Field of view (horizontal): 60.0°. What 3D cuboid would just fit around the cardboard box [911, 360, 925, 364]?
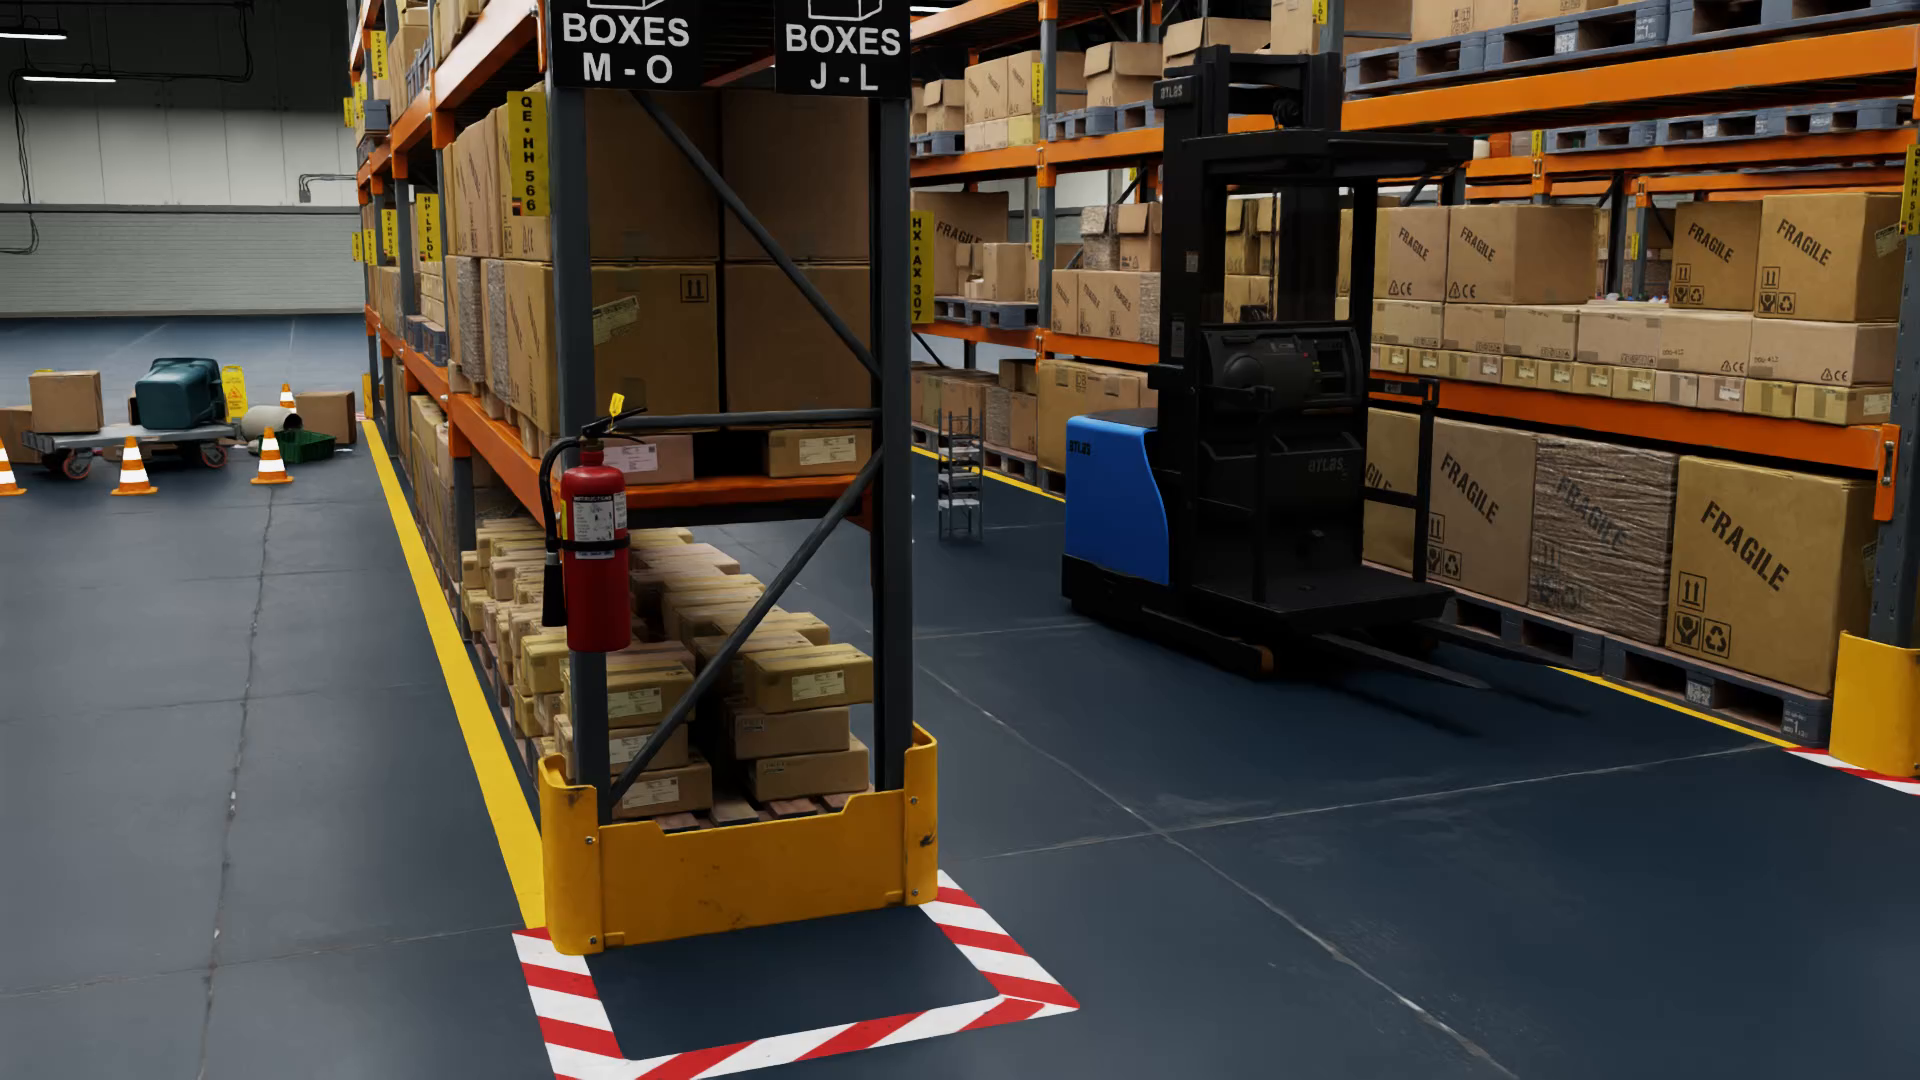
[{"bbox_3d":[-0.641,-1.733,18.536,0.500,0.500,0.500,0,10,-3],"label":"cardboard box"}]

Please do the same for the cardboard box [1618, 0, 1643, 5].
[{"bbox_3d":[3.467,-2.682,7.596,0.700,0.500,0.500,-5,11,-25],"label":"cardboard box"}]

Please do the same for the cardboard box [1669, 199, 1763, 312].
[{"bbox_3d":[3.733,-1.340,7.828,0.500,0.500,0.500,-4,11,-22],"label":"cardboard box"}]

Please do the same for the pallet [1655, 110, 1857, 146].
[{"bbox_3d":[6.408,-3.295,13.354,1.003,0.211,1.213,-4,11,-21],"label":"pallet"}]

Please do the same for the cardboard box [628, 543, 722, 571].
[{"bbox_3d":[-1.276,0.119,7.431,0.380,0.149,0.250,-4,11,-24],"label":"cardboard box"}]

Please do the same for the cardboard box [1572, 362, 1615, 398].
[{"bbox_3d":[3.128,-0.760,7.844,0.380,0.149,0.250,-4,11,-21],"label":"cardboard box"}]

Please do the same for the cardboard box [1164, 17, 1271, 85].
[{"bbox_3d":[1.891,-3.345,11.604,0.797,0.503,0.637,-4,11,-22],"label":"cardboard box"}]

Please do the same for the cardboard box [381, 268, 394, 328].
[{"bbox_3d":[-4.676,-2.080,14.263,0.500,0.500,0.500,-4,11,-21],"label":"cardboard box"}]

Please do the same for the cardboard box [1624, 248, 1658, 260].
[{"bbox_3d":[8.617,-3.624,21.088,0.380,0.149,0.250,-4,11,-21],"label":"cardboard box"}]

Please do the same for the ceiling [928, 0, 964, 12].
[{"bbox_3d":[1.170,-16.337,51.872,6.000,0.001,6.000,-4,11,-21],"label":"ceiling"}]

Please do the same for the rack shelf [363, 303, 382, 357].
[{"bbox_3d":[-5.703,-2.270,17.671,1.077,0.370,4.000,-4,11,-21],"label":"rack shelf"}]

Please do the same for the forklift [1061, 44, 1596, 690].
[{"bbox_3d":[1.701,-0.881,8.006,1.130,2.935,3.031,-5,11,-27],"label":"forklift"}]

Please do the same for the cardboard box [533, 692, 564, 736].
[{"bbox_3d":[-1.277,0.559,5.807,0.380,0.149,0.250,-4,11,-23],"label":"cardboard box"}]

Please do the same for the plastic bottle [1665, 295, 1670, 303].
[{"bbox_3d":[5.979,-1.917,13.967,0.061,0.283,0.133,-4,11,-21],"label":"plastic bottle"}]

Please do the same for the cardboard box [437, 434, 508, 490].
[{"bbox_3d":[-2.585,-0.443,9.141,0.500,0.250,0.500,-4,11,-22],"label":"cardboard box"}]

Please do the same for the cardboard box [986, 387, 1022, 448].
[{"bbox_3d":[0.656,-1.127,15.072,0.700,0.500,0.500,-5,11,-26],"label":"cardboard box"}]

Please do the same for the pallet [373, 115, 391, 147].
[{"bbox_3d":[-4.220,-3.313,13.453,1.003,0.211,1.213,-3,11,-18],"label":"pallet"}]

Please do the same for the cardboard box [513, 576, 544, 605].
[{"bbox_3d":[-1.605,0.238,6.759,0.380,0.149,0.250,-4,11,-21],"label":"cardboard box"}]

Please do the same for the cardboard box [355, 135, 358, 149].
[{"bbox_3d":[-6.602,-4.483,18.728,0.380,0.149,0.250,-4,11,-20],"label":"cardboard box"}]

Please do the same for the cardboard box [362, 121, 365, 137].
[{"bbox_3d":[-5.776,-4.112,16.639,0.380,0.149,0.250,-4,11,-20],"label":"cardboard box"}]

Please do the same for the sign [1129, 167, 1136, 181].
[{"bbox_3d":[2.334,-5.010,22.431,0.100,0.325,0.005,-4,11,-21],"label":"sign"}]

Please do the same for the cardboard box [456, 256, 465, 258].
[{"bbox_3d":[-1.949,-1.011,7.401,0.500,0.500,0.500,-4,11,-21],"label":"cardboard box"}]

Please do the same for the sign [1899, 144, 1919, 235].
[{"bbox_3d":[3.519,-1.292,6.135,0.100,0.325,0.005,-4,11,-21],"label":"sign"}]

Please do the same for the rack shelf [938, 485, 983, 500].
[{"bbox_3d":[0.003,-0.320,11.355,0.258,0.077,0.200,-4,11,-21],"label":"rack shelf"}]

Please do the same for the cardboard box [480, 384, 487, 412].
[{"bbox_3d":[-1.850,-0.634,7.134,0.380,0.149,0.250,-4,11,-20],"label":"cardboard box"}]

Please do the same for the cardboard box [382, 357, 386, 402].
[{"bbox_3d":[-6.120,-2.005,18.994,0.875,0.875,0.875,-4,11,-21],"label":"cardboard box"}]

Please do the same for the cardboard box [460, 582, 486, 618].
[{"bbox_3d":[-2.247,0.285,8.196,0.380,0.149,0.250,-4,11,-23],"label":"cardboard box"}]

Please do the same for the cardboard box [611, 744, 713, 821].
[{"bbox_3d":[-1.015,0.785,5.383,0.380,0.149,0.250,-4,11,-20],"label":"cardboard box"}]

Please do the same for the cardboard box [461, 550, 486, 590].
[{"bbox_3d":[-2.246,0.138,8.172,0.380,0.149,0.250,-3,11,-18],"label":"cardboard box"}]

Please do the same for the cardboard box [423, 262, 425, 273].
[{"bbox_3d":[-3.442,-1.889,11.297,0.380,0.149,0.250,-4,11,-22],"label":"cardboard box"}]

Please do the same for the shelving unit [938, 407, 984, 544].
[{"bbox_3d":[0.003,-0.442,11.334,0.258,0.900,0.210,-4,11,-21],"label":"shelving unit"}]

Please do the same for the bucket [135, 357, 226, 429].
[{"bbox_3d":[-7.176,-1.310,15.229,0.726,0.611,0.620,0,20,-1],"label":"bucket"}]

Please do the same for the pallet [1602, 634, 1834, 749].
[{"bbox_3d":[3.667,0.610,7.388,1.003,0.211,1.213,-4,11,-21],"label":"pallet"}]

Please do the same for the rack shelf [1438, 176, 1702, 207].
[{"bbox_3d":[8.191,-4.673,22.616,1.077,0.370,4.000,-4,11,-21],"label":"rack shelf"}]

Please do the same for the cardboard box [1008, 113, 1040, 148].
[{"bbox_3d":[0.730,-3.408,13.878,0.500,0.250,0.500,-4,11,-21],"label":"cardboard box"}]

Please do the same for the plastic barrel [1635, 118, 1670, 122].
[{"bbox_3d":[5.917,-3.677,14.206,0.294,0.245,0.294,0,10,0],"label":"plastic barrel"}]

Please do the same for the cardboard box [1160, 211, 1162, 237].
[{"bbox_3d":[1.863,-2.150,11.794,0.797,0.503,0.637,-4,11,-19],"label":"cardboard box"}]

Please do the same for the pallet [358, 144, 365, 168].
[{"bbox_3d":[-6.149,-4.263,18.511,1.003,0.211,1.213,-4,11,-21],"label":"pallet"}]

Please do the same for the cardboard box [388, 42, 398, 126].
[{"bbox_3d":[-3.570,-3.061,11.212,0.500,0.500,0.500,-4,11,-21],"label":"cardboard box"}]

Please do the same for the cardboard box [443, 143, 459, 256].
[{"bbox_3d":[-2.143,-1.591,7.808,0.500,0.500,0.500,-4,11,-20],"label":"cardboard box"}]

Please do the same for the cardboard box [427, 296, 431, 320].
[{"bbox_3d":[-3.359,-1.554,11.111,0.380,0.149,0.250,-3,11,-18],"label":"cardboard box"}]

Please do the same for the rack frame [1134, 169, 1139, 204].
[{"bbox_3d":[2.848,-3.563,22.887,1.000,3.000,0.127,-4,11,-21],"label":"rack frame"}]

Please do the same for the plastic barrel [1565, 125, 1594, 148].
[{"bbox_3d":[5.920,-3.859,15.668,0.421,0.512,0.421,0,10,0],"label":"plastic barrel"}]

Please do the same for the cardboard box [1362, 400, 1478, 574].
[{"bbox_3d":[2.745,-0.338,9.624,0.875,0.875,0.875,-4,11,-21],"label":"cardboard box"}]

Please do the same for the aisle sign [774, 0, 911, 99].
[{"bbox_3d":[-0.324,-1.626,4.574,0.394,0.787,0.004,-4,11,-21],"label":"aisle sign"}]

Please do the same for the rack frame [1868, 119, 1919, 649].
[{"bbox_3d":[4.030,-0.637,6.438,1.000,3.000,0.127,-4,11,-21],"label":"rack frame"}]

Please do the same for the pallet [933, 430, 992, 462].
[{"bbox_3d":[0.411,-0.897,15.859,1.003,0.211,1.213,-4,11,-21],"label":"pallet"}]

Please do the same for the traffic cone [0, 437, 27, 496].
[{"bbox_3d":[-7.801,-0.605,13.498,0.336,0.463,0.334,-4,11,-21],"label":"traffic cone"}]

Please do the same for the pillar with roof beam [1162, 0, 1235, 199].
[{"bbox_3d":[2.606,-9.751,40.544,9.100,9.000,0.548,-4,11,-21],"label":"pillar with roof beam"}]

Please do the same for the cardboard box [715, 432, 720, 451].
[{"bbox_3d":[-0.620,-0.375,5.682,0.380,0.149,0.250,-4,11,-23],"label":"cardboard box"}]

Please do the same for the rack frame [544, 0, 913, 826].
[{"bbox_3d":[-0.630,-0.339,4.761,1.000,3.000,0.127,-4,11,-21],"label":"rack frame"}]

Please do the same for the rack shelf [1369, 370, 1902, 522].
[{"bbox_3d":[3.305,-0.610,8.336,1.077,0.370,4.000,-4,11,-21],"label":"rack shelf"}]

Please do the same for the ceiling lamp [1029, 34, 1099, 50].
[{"bbox_3d":[2.348,-12.424,38.905,2.000,3.185,0.800,-4,11,-21],"label":"ceiling lamp"}]

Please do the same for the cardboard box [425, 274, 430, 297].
[{"bbox_3d":[-3.341,-1.695,11.054,0.380,0.149,0.250,-4,11,-23],"label":"cardboard box"}]

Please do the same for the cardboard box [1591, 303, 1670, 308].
[{"bbox_3d":[3.540,-1.057,8.376,0.500,0.250,0.500,-4,11,-22],"label":"cardboard box"}]
